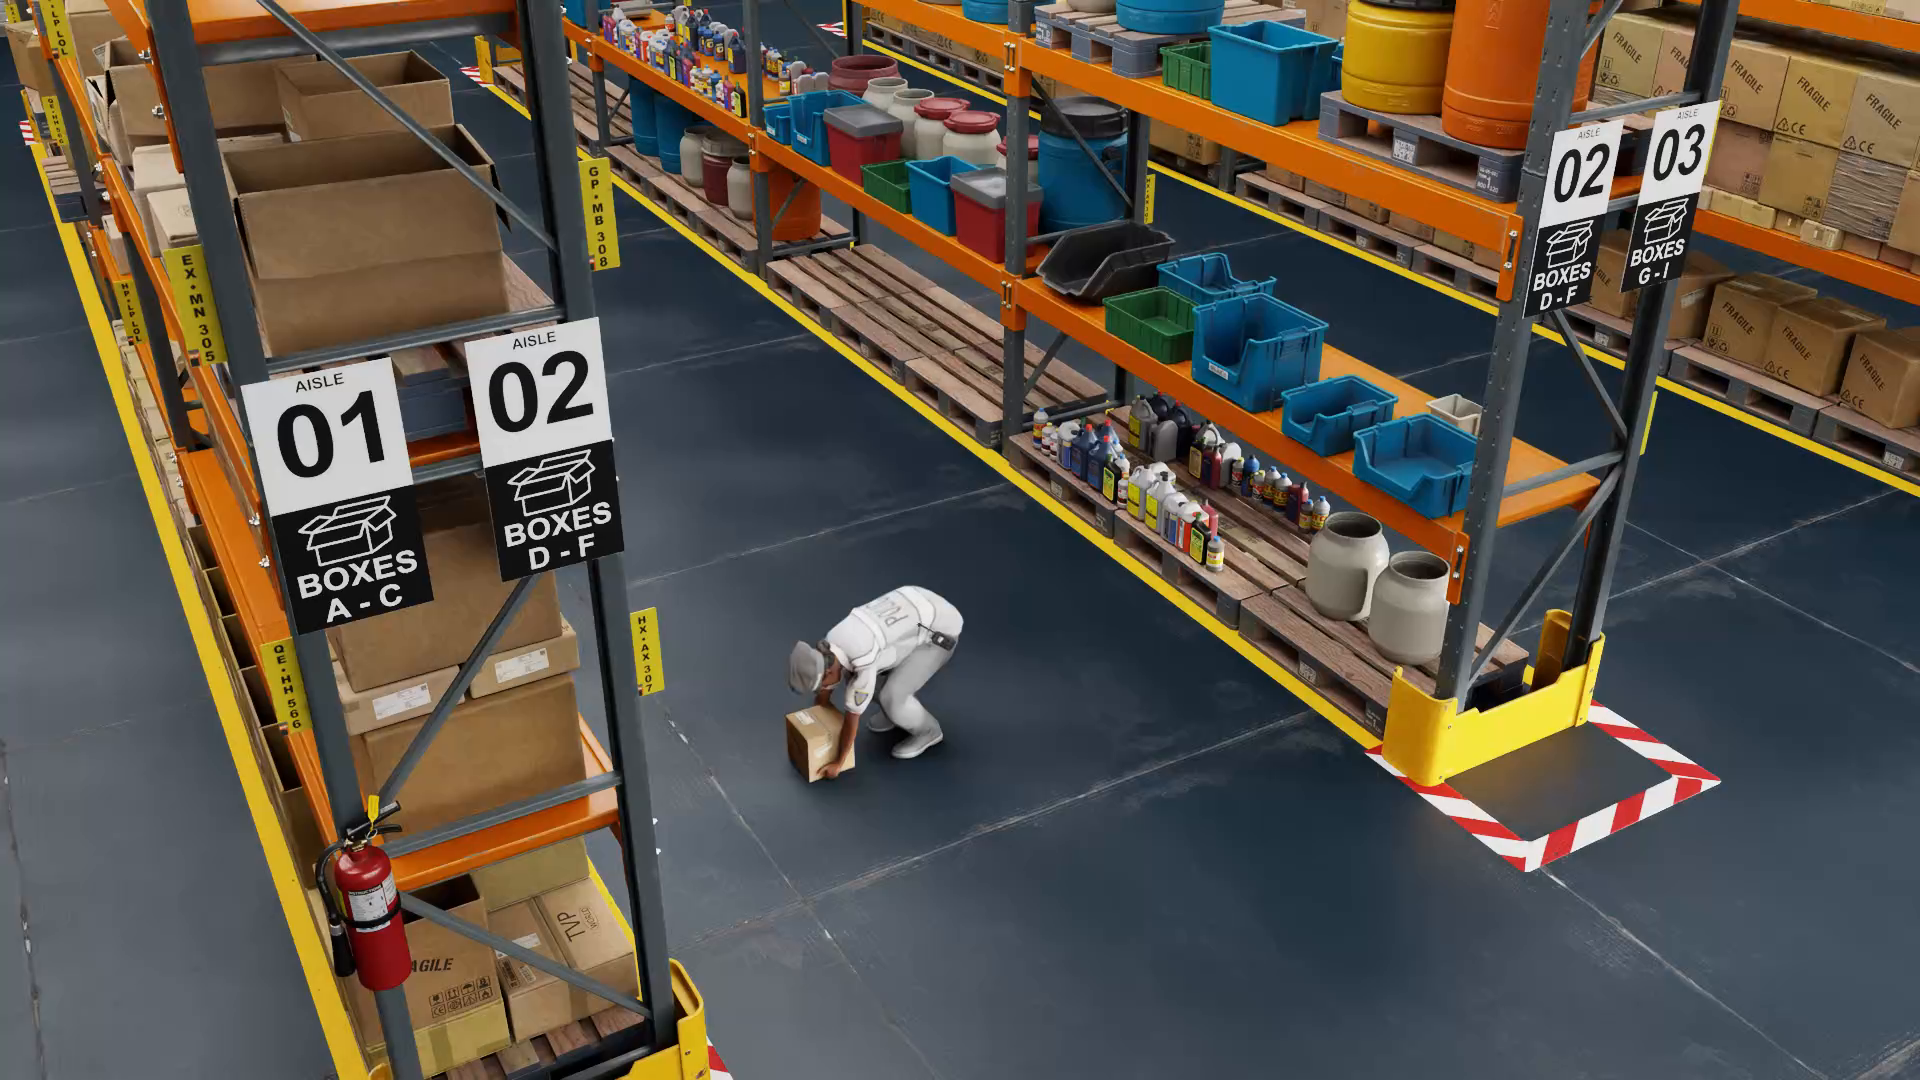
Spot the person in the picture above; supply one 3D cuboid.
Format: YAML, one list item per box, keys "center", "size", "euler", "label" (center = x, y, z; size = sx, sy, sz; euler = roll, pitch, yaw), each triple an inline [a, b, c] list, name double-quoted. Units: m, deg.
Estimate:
- center: [-0.417, 0.696, 8.211]
  size: [0.921, 0.823, 0.471]
  euler: [-17, 33, -28]
  label: "person"
